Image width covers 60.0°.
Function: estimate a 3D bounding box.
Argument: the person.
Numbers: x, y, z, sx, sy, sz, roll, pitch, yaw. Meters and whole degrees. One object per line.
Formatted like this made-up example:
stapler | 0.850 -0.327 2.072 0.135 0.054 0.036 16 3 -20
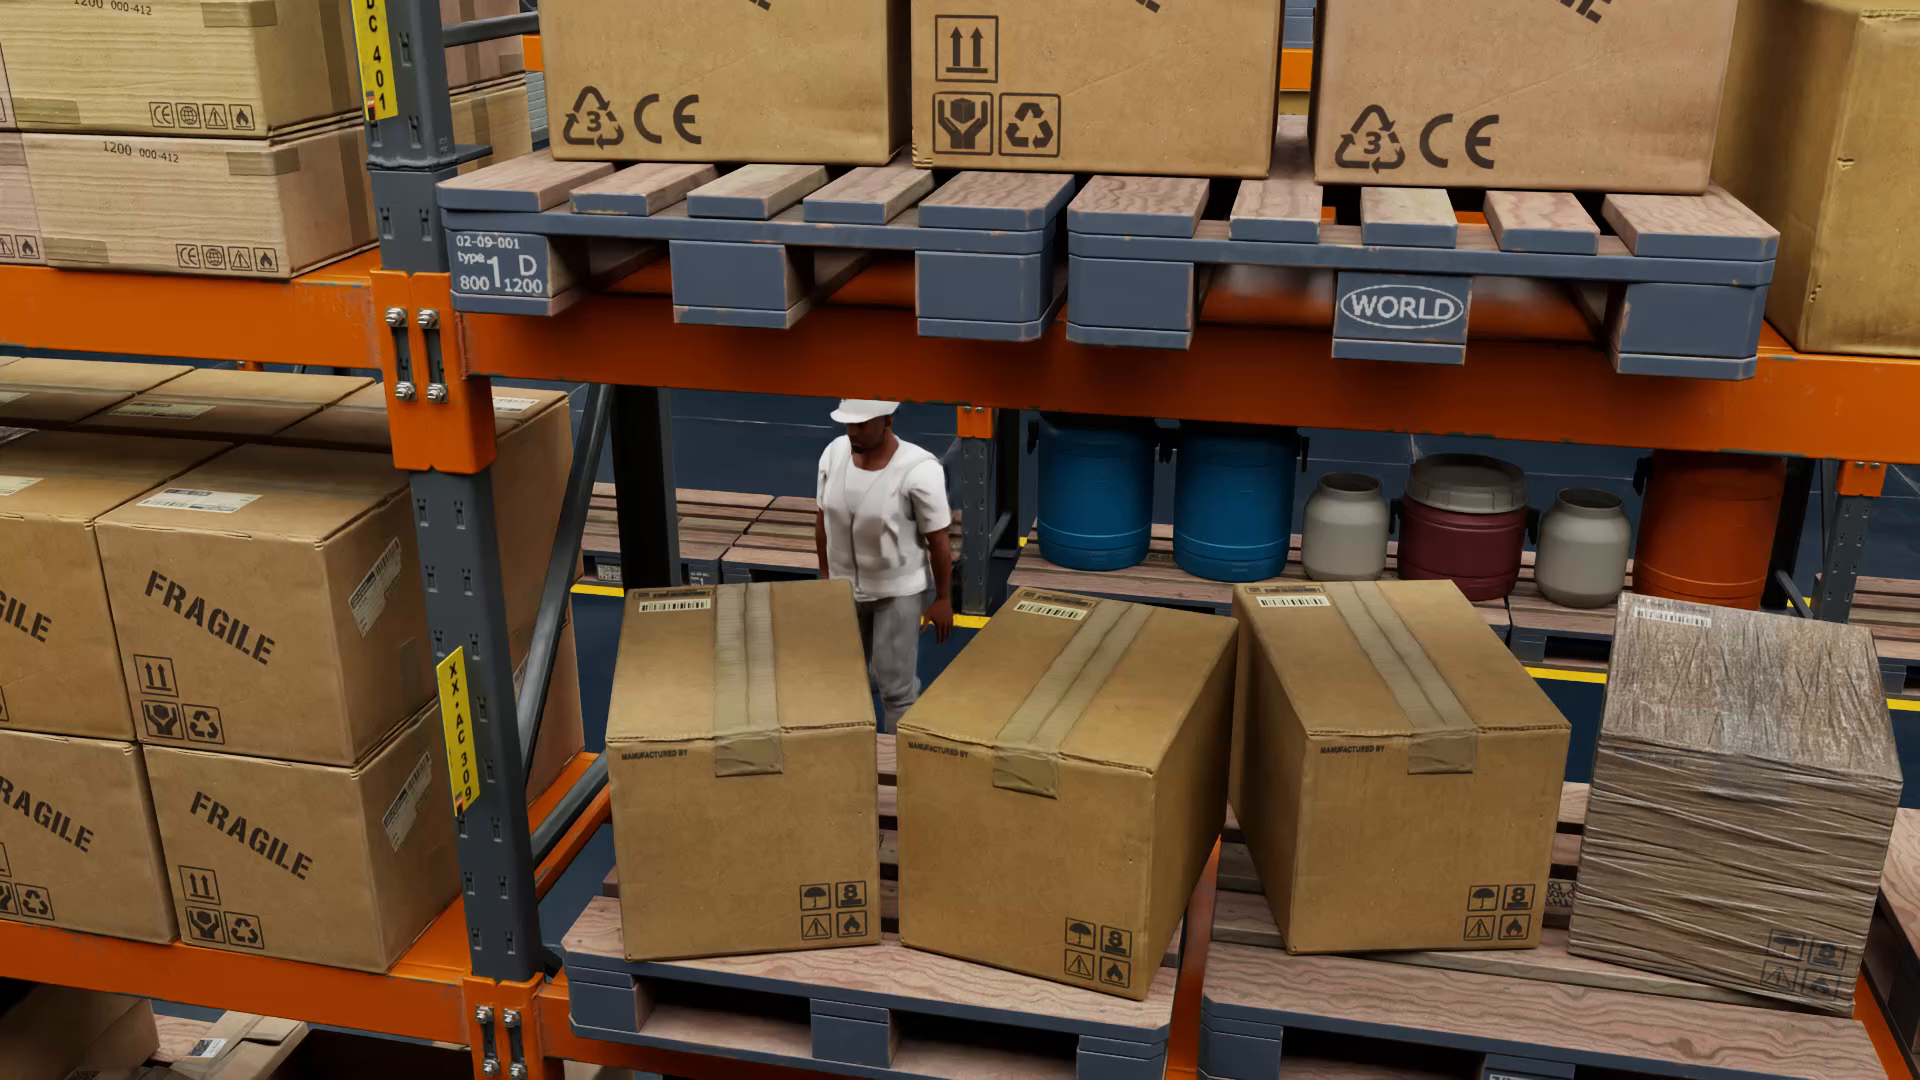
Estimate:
person | -0.296 0.173 6.619 0.608 1.752 0.781 13 25 29
